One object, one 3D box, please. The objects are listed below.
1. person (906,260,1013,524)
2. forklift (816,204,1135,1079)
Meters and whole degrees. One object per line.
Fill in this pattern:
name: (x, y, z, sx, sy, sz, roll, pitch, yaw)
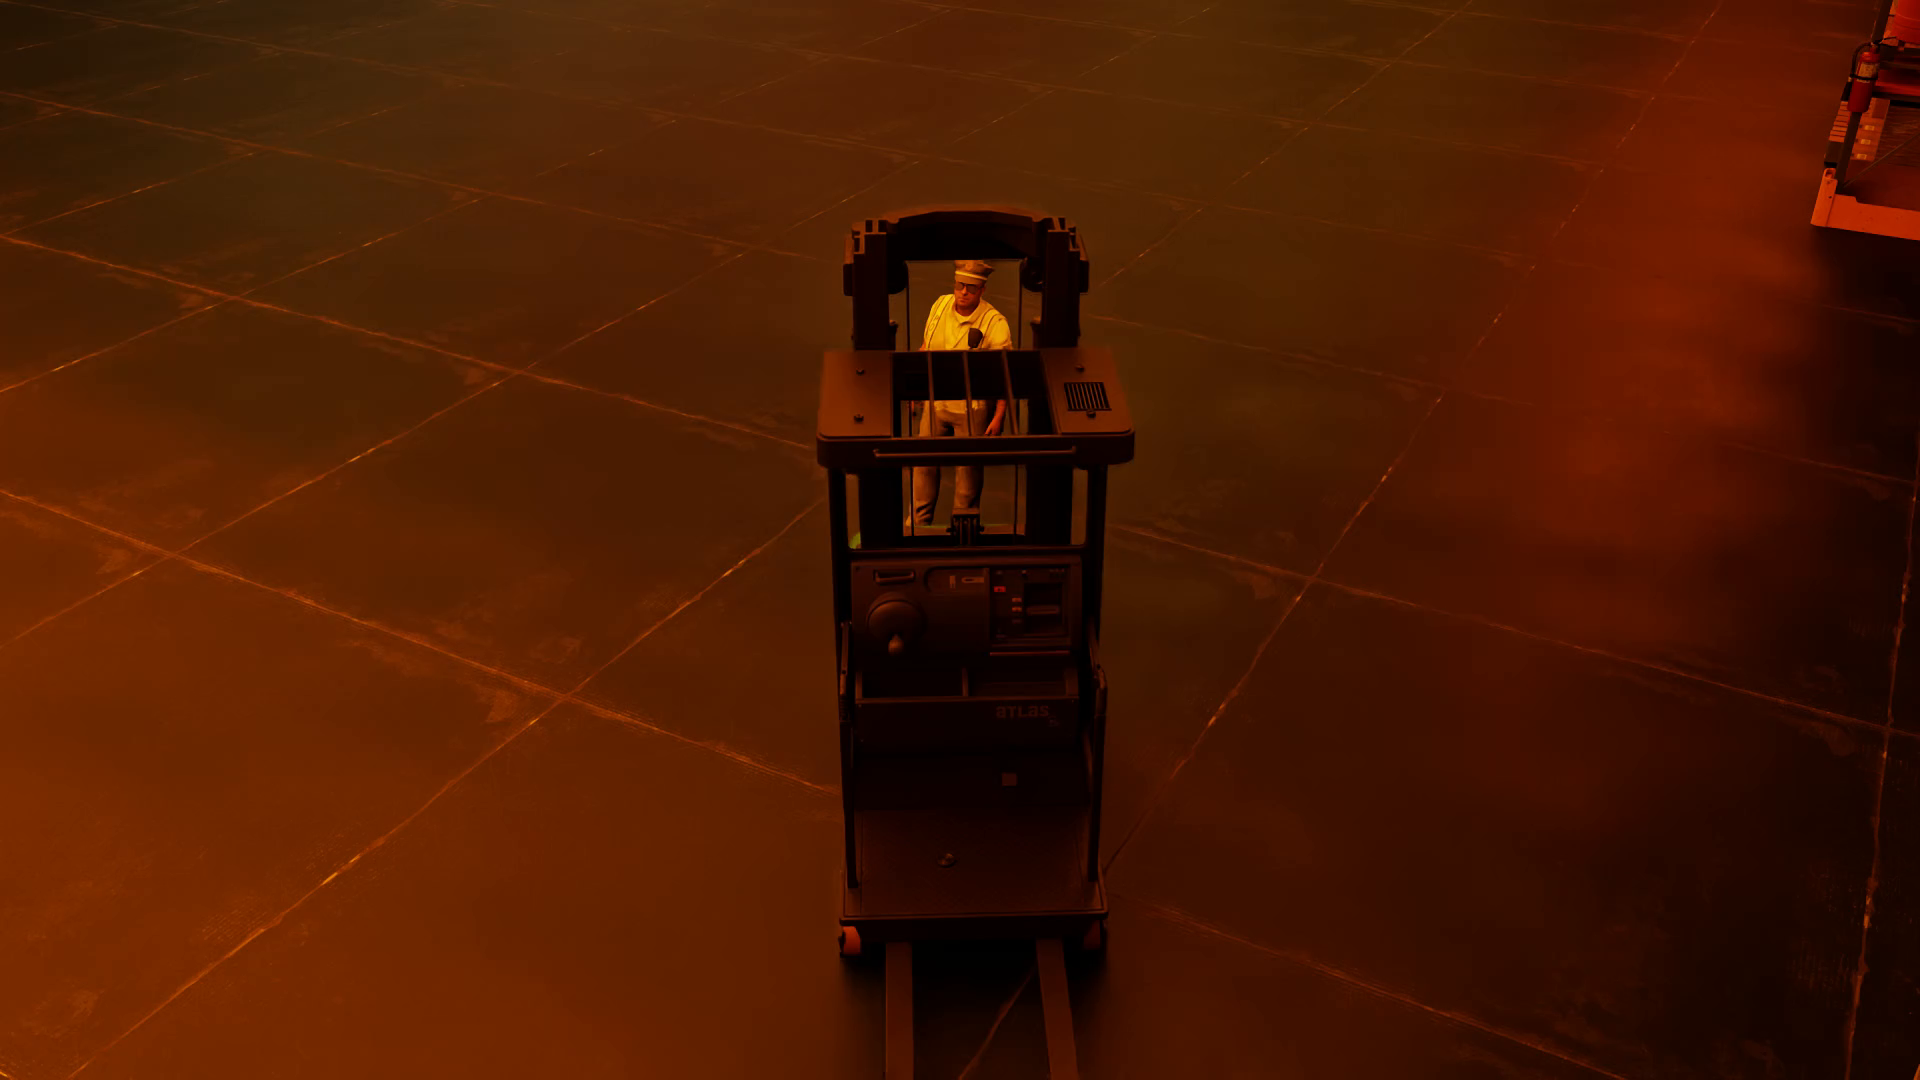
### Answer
person: (-0.048, -0.747, 9.500, 0.640, 1.781, 0.575, 15, 33, 25)
forklift: (0.039, 0.313, 6.529, 1.130, 2.935, 3.031, -1, 30, -2)
